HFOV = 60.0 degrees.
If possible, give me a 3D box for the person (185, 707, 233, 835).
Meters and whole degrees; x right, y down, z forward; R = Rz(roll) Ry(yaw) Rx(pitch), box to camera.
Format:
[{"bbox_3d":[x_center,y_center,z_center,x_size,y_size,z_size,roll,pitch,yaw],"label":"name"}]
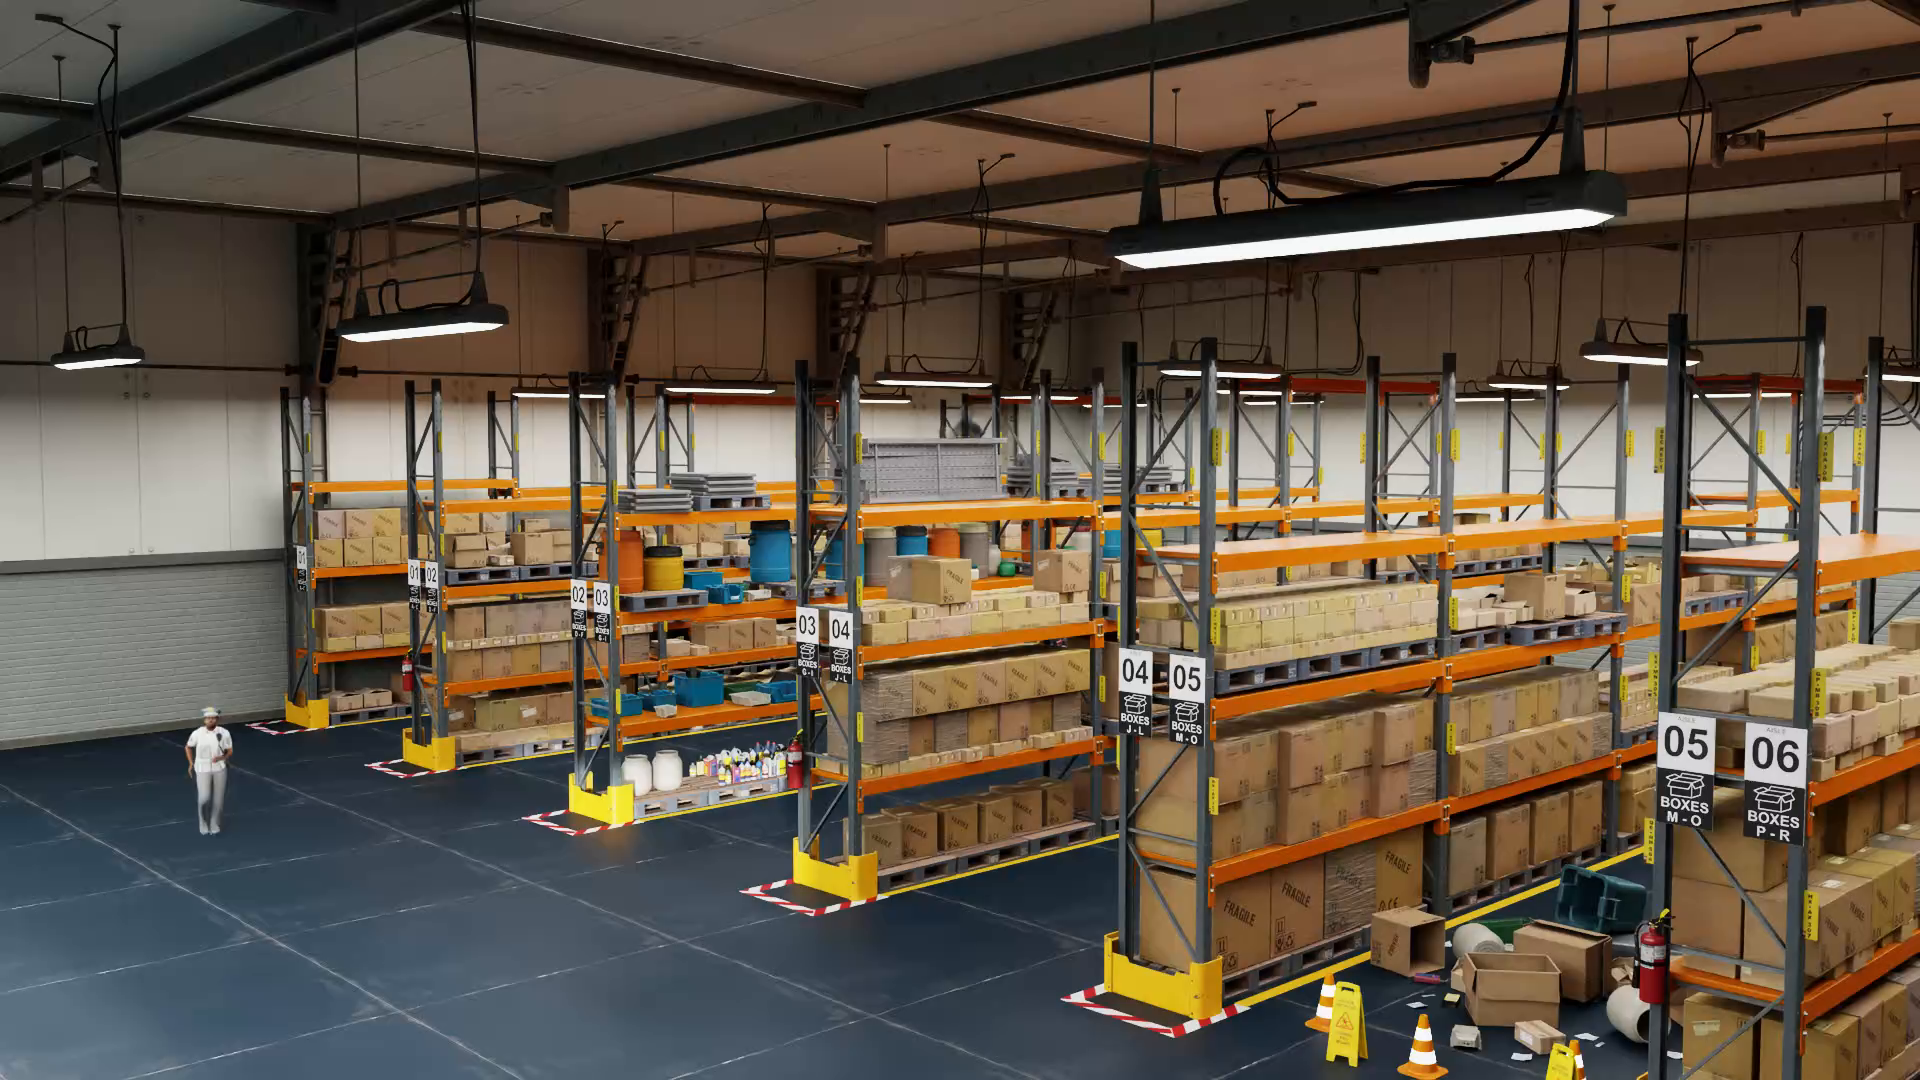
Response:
[{"bbox_3d":[-9.584,2.957,21.262,0.552,1.660,0.633,-2,4,-27],"label":"person"}]
